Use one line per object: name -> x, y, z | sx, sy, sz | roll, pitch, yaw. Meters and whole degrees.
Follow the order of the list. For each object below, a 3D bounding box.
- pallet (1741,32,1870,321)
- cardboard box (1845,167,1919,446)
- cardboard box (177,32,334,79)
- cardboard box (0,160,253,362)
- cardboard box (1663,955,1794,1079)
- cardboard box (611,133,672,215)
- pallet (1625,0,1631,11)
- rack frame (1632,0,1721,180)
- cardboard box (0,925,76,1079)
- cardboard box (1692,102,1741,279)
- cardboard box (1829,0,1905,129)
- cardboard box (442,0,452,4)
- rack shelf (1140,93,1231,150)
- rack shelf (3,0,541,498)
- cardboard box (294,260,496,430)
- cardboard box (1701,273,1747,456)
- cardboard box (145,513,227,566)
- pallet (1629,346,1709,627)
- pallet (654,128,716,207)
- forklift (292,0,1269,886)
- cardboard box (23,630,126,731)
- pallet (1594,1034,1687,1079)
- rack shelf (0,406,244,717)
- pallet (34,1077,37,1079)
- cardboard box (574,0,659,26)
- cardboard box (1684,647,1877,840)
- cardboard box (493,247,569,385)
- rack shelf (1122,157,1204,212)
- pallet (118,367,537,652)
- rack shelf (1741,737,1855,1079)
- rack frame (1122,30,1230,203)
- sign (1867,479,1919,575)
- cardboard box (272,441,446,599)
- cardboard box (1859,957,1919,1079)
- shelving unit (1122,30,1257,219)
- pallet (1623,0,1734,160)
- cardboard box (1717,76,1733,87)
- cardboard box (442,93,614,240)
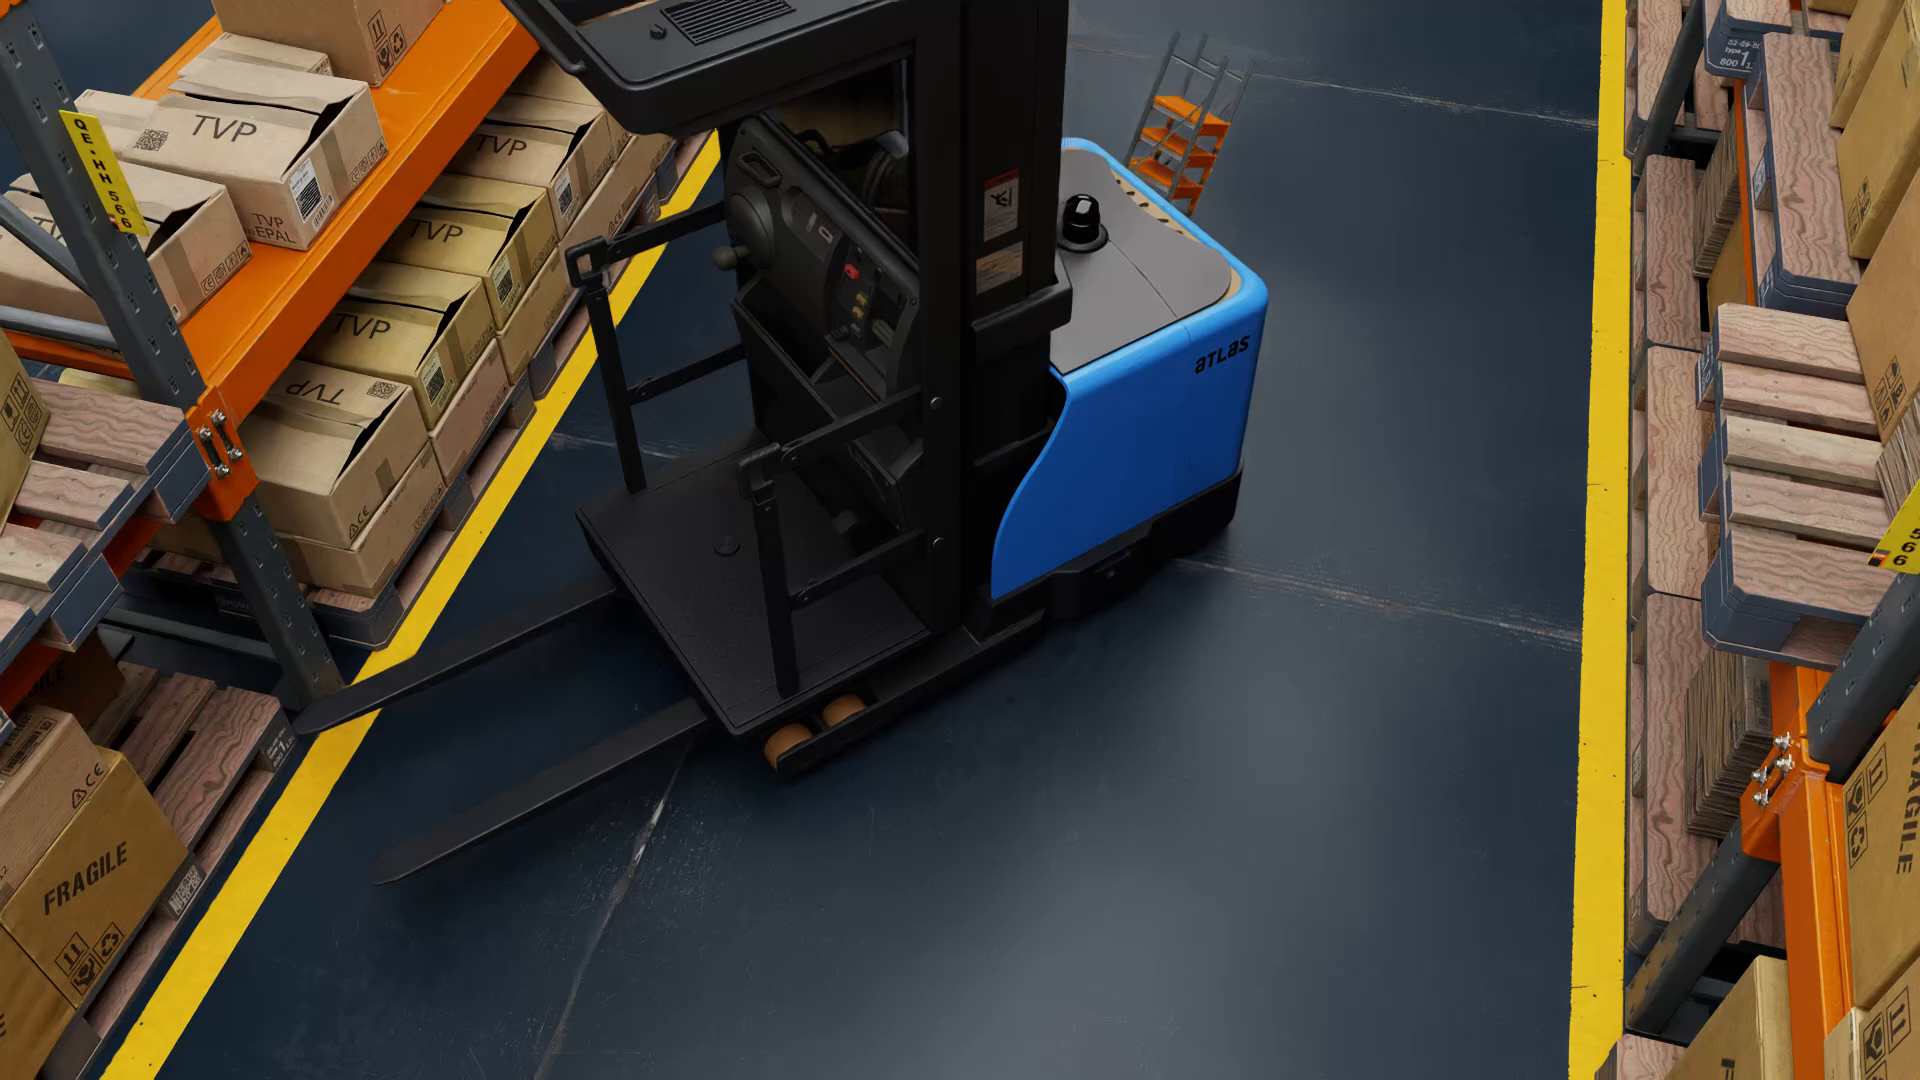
pallet -> 2.803, -0.970, 4.733 | 1.003, 0.211, 1.213 | 12, 50, 10
cardboard box -> 2.556, -0.524, 3.852 | 0.700, 0.500, 0.500 | 7, 49, 6
cardboard box -> -2.177, -1.419, 5.169 | 0.380, 0.149, 0.250 | 15, 50, 13
cardboard box -> -2.321, -0.793, 4.509 | 0.500, 0.311, 0.500 | 14, 50, 12
cardboard box -> 2.001, 1.485, 3.593 | 0.750, 0.750, 0.750 | 11, 49, 10
cardboard box -> -1.504, -1.598, 6.714 | 0.500, 0.250, 0.500 | 13, 50, 11
pallet -> 3.836, -2.942, 8.206 | 1.003, 0.211, 1.213 | 12, 50, 10
rack frame -> 3.374, -2.487, 5.944 | 1.000, 3.000, 0.127 | 12, 50, 10
cardboard box -> -2.615, 1.210, 4.055 | 0.500, 0.500, 0.500 | 10, 49, 9
cardboard box -> 3.197, -1.270, 6.244 | 0.700, 0.500, 0.500 | 13, 50, 11
cardboard box -> 2.910, -1.419, 4.642 | 0.700, 0.500, 0.500 | 18, 51, 15
cardboard box -> -1.894, -2.199, 5.624 | 0.500, 0.500, 0.500 | 12, 50, 10
rack shelf -> 0.801, -1.488, 5.914 | 0.258, 0.103, 0.180 | 38, 32, 28
rack shelf -> -1.932, -1.777, 5.798 | 1.077, 0.370, 4.000 | 12, 50, 10
cardboard box -> -1.907, -0.686, 5.534 | 0.500, 0.311, 0.500 | 10, 49, 9
cardboard box -> 2.936, -0.525, 5.586 | 0.700, 0.500, 0.500 | 12, 50, 10
cardboard box -> -2.555, -0.226, 5.503 | 0.500, 0.250, 0.500 | 13, 50, 11
pallet -> 2.852, -0.115, 5.711 | 1.003, 0.211, 1.213 | 12, 50, 10
pallet -> -1.562, -1.998, 7.373 | 1.003, 0.211, 1.213 | 12, 50, 10
forklift -> -0.557, -0.704, 4.417 | 3.031, 2.935, 1.130 | -27, 54, -22
cardboard box -> -2.854, 0.386, 4.782 | 0.500, 0.500, 0.500 | 13, 50, 12
pallet -> 2.041, 1.885, 3.946 | 1.003, 0.211, 1.213 | 12, 50, 10
rack shelf -> -2.985, 1.116, 3.244 | 1.077, 0.370, 4.000 | 12, 50, 10
pallet -> -3.015, 1.767, 4.050 | 1.003, 0.211, 1.213 | 12, 50, 10
cardboard box -> -1.367, -2.149, 6.826 | 0.500, 0.311, 0.500 | 13, 50, 11
cardboard box -> 2.461, 0.557, 4.632 | 0.700, 0.500, 0.500 | 12, 50, 11
cardboard box -> -1.775, -0.859, 6.062 | 0.500, 0.250, 0.500 | 10, 49, 9
rack shelf -> 0.723, -1.289, 6.025 | 0.258, 0.103, 0.180 | 38, 32, 28
pallet -> -2.204, -0.233, 5.815 | 1.003, 0.211, 1.213 | 12, 50, 10
rack shelf -> 1.795, 2.091, 2.384 | 1.077, 0.370, 4.000 | 12, 50, 10
rack frame -> 0.641, -1.211, 5.991 | 0.240, 1.200, 0.006 | 38, 32, 28
sign -> 1.795, -0.051, 3.075 | 0.100, 0.325, 0.005 | 12, 50, 10
cardboard box -> -2.037, -0.118, 5.408 | 0.500, 0.250, 0.500 | 11, 50, 10
cardboard box -> 1.800, 0.946, 2.636 | 0.500, 0.500, 0.500 | 13, 50, 11
shelving unit -> 0.699, -1.227, 6.060 | 0.258, 1.200, 0.189 | 38, 32, 28
pallet -> 3.517, -2.057, 7.425 | 1.003, 0.211, 1.213 | 12, 50, 10
cardboard box -> 3.486, -2.088, 7.188 | 0.380, 0.166, 0.250 | 6, 49, 5
cardboard box -> -1.636, -1.426, 6.188 | 0.500, 0.311, 0.500 | 11, 49, 10
